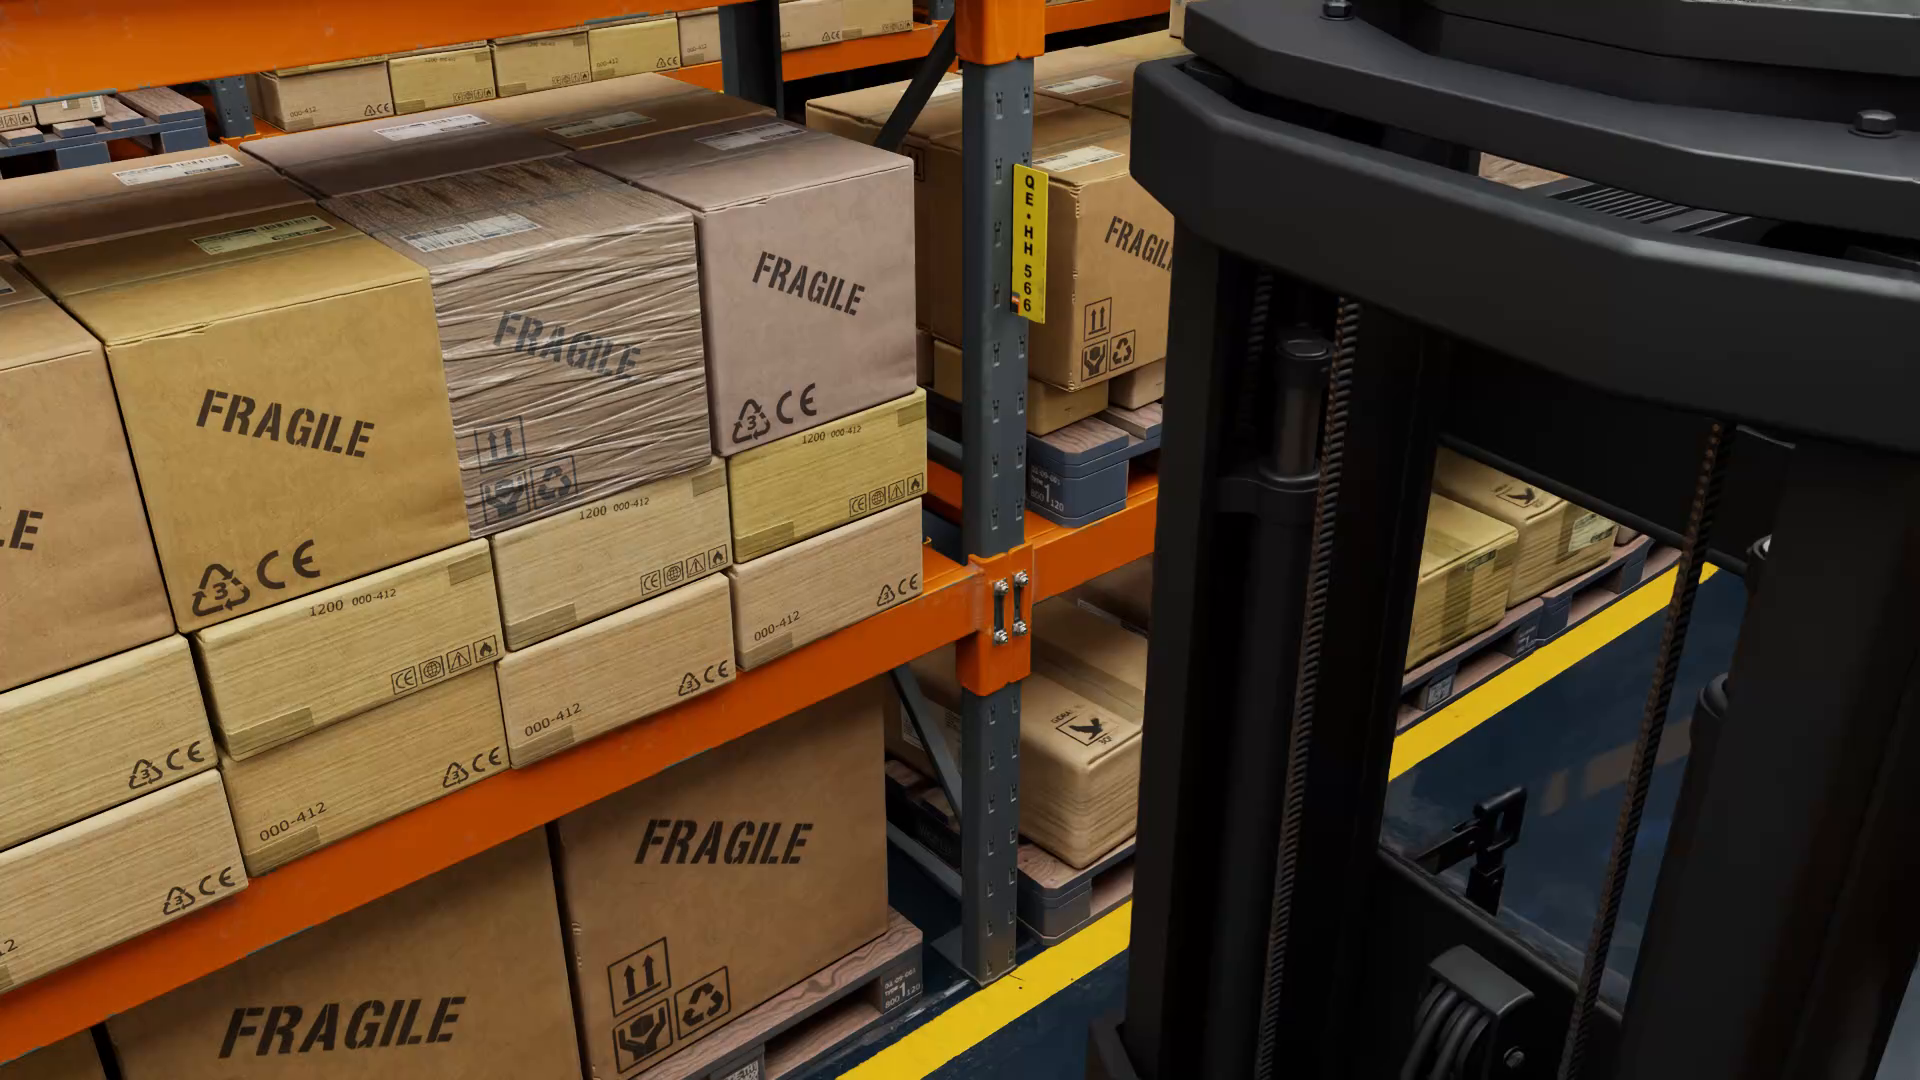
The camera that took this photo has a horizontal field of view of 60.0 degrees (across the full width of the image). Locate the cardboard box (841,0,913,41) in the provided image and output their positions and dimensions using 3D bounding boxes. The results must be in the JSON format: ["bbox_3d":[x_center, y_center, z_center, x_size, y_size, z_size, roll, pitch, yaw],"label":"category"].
[{"bbox_3d":[-0.612,-2.997,9.334,0.500,0.250,0.500,-21,35,-34],"label":"cardboard box"}]

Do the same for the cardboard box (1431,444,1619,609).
[{"bbox_3d":[1.884,-0.176,6.239,0.625,0.372,0.950,-19,34,-32],"label":"cardboard box"}]

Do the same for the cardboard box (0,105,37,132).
[{"bbox_3d":[-4.033,-1.767,6.588,0.500,0.250,0.500,-24,36,-37],"label":"cardboard box"}]

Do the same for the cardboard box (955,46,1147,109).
[{"bbox_3d":[0.335,-1.070,4.702,0.500,0.500,0.500,-23,35,-36],"label":"cardboard box"}]

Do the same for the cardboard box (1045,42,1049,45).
[{"bbox_3d":[0.227,-3.104,10.788,0.500,0.250,0.500,-22,35,-36],"label":"cardboard box"}]

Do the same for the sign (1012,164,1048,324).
[{"bbox_3d":[0.146,-0.621,3.501,0.005,0.325,0.100,-22,35,-35],"label":"sign"}]

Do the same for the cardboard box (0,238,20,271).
[{"bbox_3d":[-1.911,-0.269,2.904,0.500,0.500,0.500,-21,35,-34],"label":"cardboard box"}]

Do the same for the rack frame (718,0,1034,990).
[{"bbox_3d":[-0.216,-0.308,4.145,0.127,3.000,1.000,-22,35,-35],"label":"rack frame"}]

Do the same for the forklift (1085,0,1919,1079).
[{"bbox_3d":[1.050,0.630,2.461,3.031,2.935,1.130,-18,33,-30],"label":"forklift"}]

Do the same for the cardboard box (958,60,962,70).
[{"bbox_3d":[0.174,-2.760,10.142,0.500,0.250,0.500,-23,35,-36],"label":"cardboard box"}]

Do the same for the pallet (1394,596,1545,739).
[{"bbox_3d":[1.307,0.312,5.943,1.213,0.211,1.003,-22,35,-35],"label":"pallet"}]

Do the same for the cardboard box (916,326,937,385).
[{"bbox_3d":[-0.120,-0.567,4.450,0.250,0.149,0.380,-20,34,-33],"label":"cardboard box"}]

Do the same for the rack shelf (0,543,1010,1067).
[{"bbox_3d":[-1.738,0.621,3.169,4.000,0.370,1.077,-22,35,-35],"label":"rack shelf"}]

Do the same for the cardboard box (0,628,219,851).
[{"bbox_3d":[-1.579,0.258,2.714,0.500,0.250,0.500,-23,36,-36],"label":"cardboard box"}]

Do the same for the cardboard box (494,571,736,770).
[{"bbox_3d":[-0.811,0.168,3.413,0.500,0.250,0.500,-21,35,-34],"label":"cardboard box"}]

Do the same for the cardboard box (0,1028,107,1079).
[{"bbox_3d":[-2.158,1.170,3.187,0.875,0.875,0.875,-21,34,-34],"label":"cardboard box"}]

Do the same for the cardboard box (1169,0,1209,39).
[{"bbox_3d":[0.845,-1.557,4.925,0.250,0.149,0.380,-24,36,-37],"label":"cardboard box"}]

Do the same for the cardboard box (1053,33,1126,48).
[{"bbox_3d":[0.940,-3.069,10.721,0.500,0.250,0.500,-21,34,-33],"label":"cardboard box"}]

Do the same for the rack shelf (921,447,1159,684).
[{"bbox_3d":[1.305,-0.603,5.459,4.000,0.370,1.077,-22,35,-35],"label":"rack shelf"}]

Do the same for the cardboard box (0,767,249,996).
[{"bbox_3d":[-1.574,0.482,2.825,0.500,0.250,0.500,-23,35,-36],"label":"cardboard box"}]

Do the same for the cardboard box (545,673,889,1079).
[{"bbox_3d":[-0.796,0.625,4.207,0.875,0.875,0.875,-22,35,-35],"label":"cardboard box"}]

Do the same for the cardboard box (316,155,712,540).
[{"bbox_3d":[-0.825,-0.382,3.115,0.500,0.500,0.500,-21,35,-34],"label":"cardboard box"}]

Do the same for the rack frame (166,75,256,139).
[{"bbox_3d":[-3.441,-2.087,7.473,0.127,3.000,1.000,-22,35,-35],"label":"rack frame"}]

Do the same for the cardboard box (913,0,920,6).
[{"bbox_3d":[-0.232,-3.589,10.178,0.500,0.500,0.500,-22,35,-35],"label":"cardboard box"}]

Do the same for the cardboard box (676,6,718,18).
[{"bbox_3d":[-1.385,-2.909,8.639,0.500,0.250,0.500,-21,35,-34],"label":"cardboard box"}]

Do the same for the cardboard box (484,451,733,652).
[{"bbox_3d":[-0.808,-0.065,3.318,0.500,0.250,0.500,-23,36,-36],"label":"cardboard box"}]

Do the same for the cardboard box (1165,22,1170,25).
[{"bbox_3d":[1.735,-3.379,11.301,0.500,0.250,0.500,-21,35,-34],"label":"cardboard box"}]

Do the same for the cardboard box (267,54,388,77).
[{"bbox_3d":[-2.929,-2.281,7.464,0.500,0.250,0.500,-22,35,-35],"label":"cardboard box"}]

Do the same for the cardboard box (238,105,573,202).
[{"bbox_3d":[-1.121,-0.575,3.477,0.500,0.500,0.500,-22,35,-35],"label":"cardboard box"}]

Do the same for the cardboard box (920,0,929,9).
[{"bbox_3d":[0.109,-3.397,9.818,0.500,0.500,0.500,-23,36,-36],"label":"cardboard box"}]

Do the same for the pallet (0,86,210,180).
[{"bbox_3d":[-3.911,-1.770,7.083,1.003,0.211,1.213,-22,35,-35],"label":"pallet"}]

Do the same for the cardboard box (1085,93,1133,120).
[{"bbox_3d":[0.668,-0.886,4.357,0.500,0.500,0.500,-20,34,-32],"label":"cardboard box"}]

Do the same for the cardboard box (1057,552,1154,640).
[{"bbox_3d":[0.776,0.267,5.409,0.625,0.372,0.950,-23,36,-36],"label":"cardboard box"}]

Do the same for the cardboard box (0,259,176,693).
[{"bbox_3d":[-1.597,-0.080,2.550,0.500,0.500,0.500,-23,35,-36],"label":"cardboard box"}]

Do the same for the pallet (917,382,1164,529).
[{"bbox_3d":[0.257,-0.480,4.669,1.003,0.211,1.213,-22,35,-35],"label":"pallet"}]

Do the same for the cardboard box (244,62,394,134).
[{"bbox_3d":[-2.945,-2.069,7.598,0.500,0.250,0.500,-22,35,-35],"label":"cardboard box"}]

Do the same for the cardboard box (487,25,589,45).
[{"bbox_3d":[-2.153,-2.596,8.054,0.500,0.250,0.500,-23,36,-36],"label":"cardboard box"}]

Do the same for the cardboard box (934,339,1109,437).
[{"bbox_3d":[0.151,-0.416,4.166,0.250,0.149,0.380,-24,37,-38],"label":"cardboard box"}]

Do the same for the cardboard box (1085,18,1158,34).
[{"bbox_3d":[0.997,-3.411,11.361,0.500,0.250,0.500,-23,36,-36],"label":"cardboard box"}]

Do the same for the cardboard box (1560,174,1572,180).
[{"bbox_3d":[1.851,-1.361,5.247,0.500,0.500,0.500,-21,34,-33],"label":"cardboard box"}]

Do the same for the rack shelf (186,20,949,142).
[{"bbox_3d":[-1.919,-2.382,8.787,4.000,0.370,1.077,-22,35,-35],"label":"rack shelf"}]

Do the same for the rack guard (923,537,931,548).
[{"bbox_3d":[-0.321,0.019,6.450,0.087,0.250,0.587,-22,35,-35],"label":"rack guard"}]

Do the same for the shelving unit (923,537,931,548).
[{"bbox_3d":[0.058,-0.685,6.440,1.083,1.500,0.587,-22,35,-35],"label":"shelving unit"}]

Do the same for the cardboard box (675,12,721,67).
[{"bbox_3d":[-1.388,-2.700,8.779,0.500,0.250,0.500,-22,35,-35],"label":"cardboard box"}]

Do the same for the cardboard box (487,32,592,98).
[{"bbox_3d":[-2.172,-2.381,8.182,0.500,0.250,0.500,-23,36,-36],"label":"cardboard box"}]
